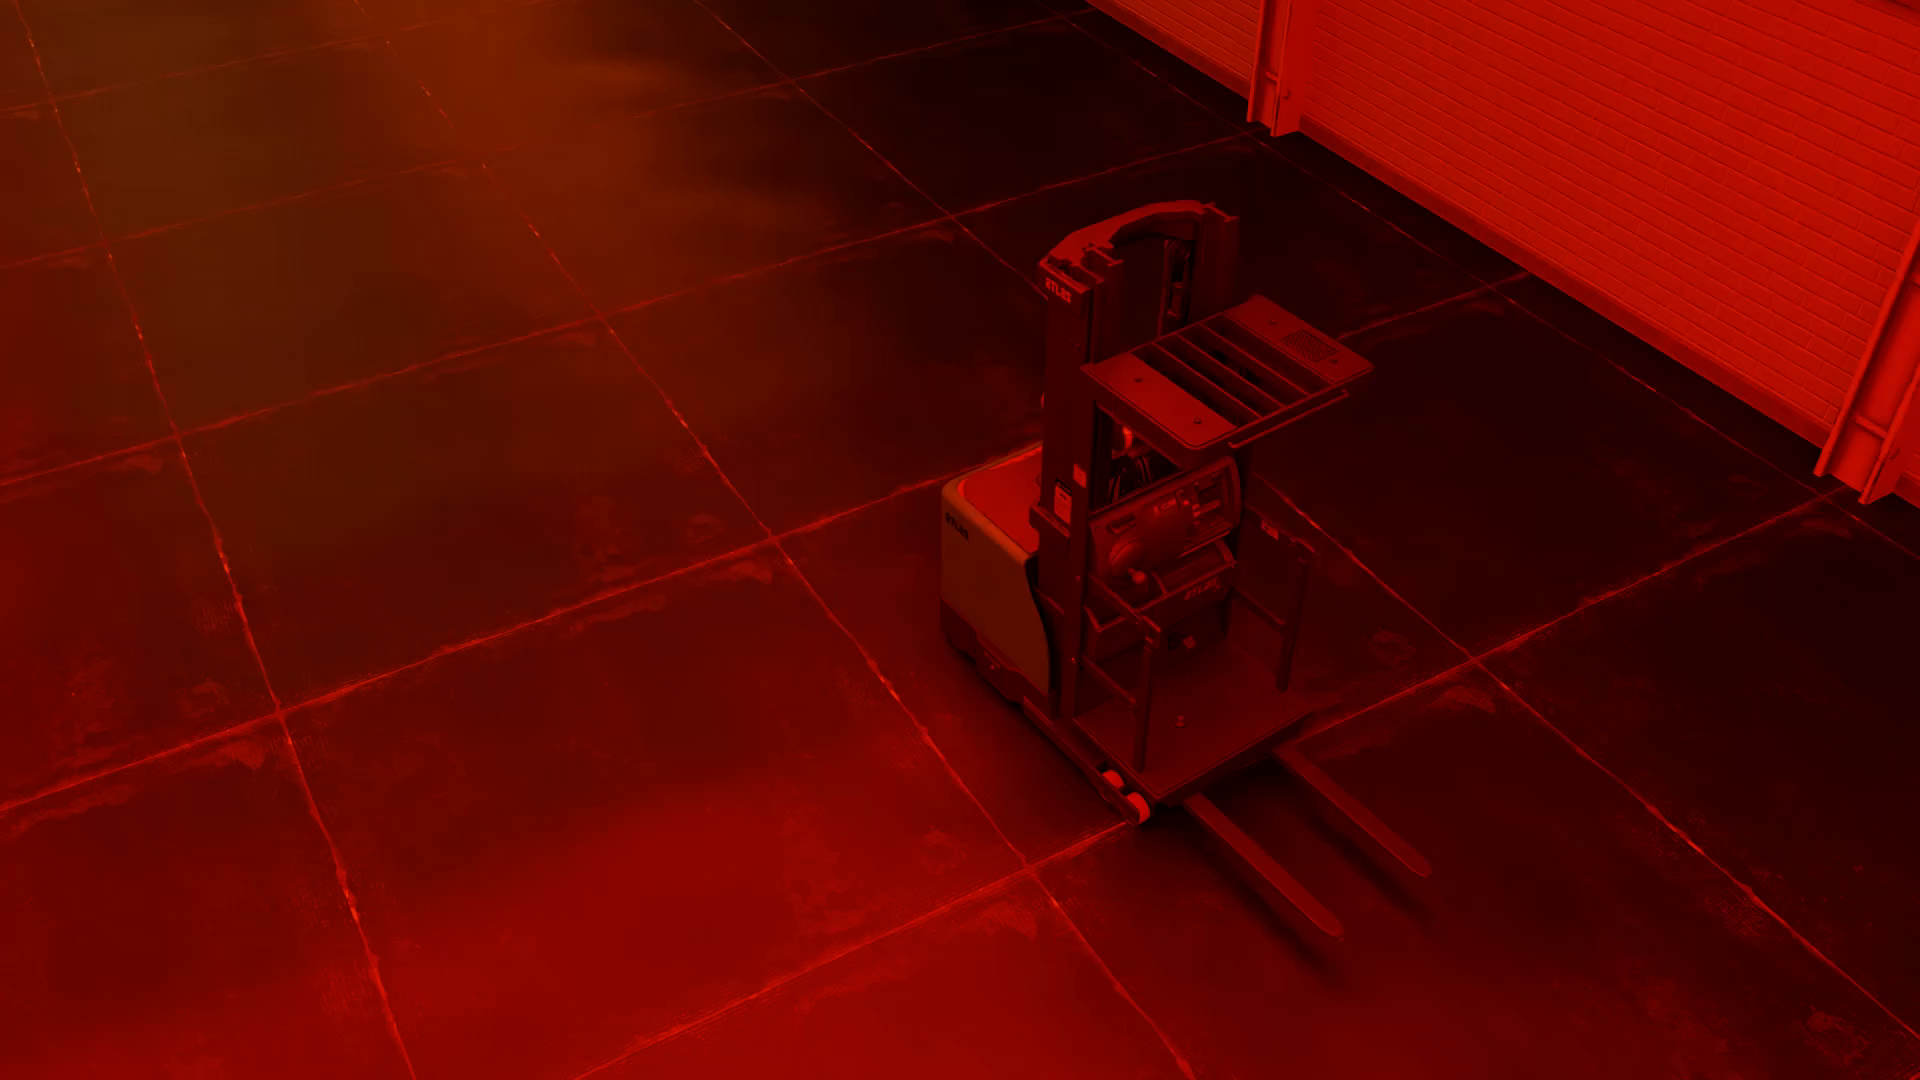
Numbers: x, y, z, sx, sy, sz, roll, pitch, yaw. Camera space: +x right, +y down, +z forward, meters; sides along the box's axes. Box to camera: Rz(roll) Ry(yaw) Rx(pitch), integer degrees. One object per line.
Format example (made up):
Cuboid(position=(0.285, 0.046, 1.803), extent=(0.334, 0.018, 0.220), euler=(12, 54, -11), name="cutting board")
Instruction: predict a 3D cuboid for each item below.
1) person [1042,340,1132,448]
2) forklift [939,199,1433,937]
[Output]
Cuboid(position=(0.772, -0.704, 10.003), extent=(0.744, 1.518, 0.446), euler=(29, 48, 31), name="person")
Cuboid(position=(1.144, -0.016, 8.056), extent=(1.130, 2.935, 3.031), euler=(-24, 45, -26), name="forklift")
